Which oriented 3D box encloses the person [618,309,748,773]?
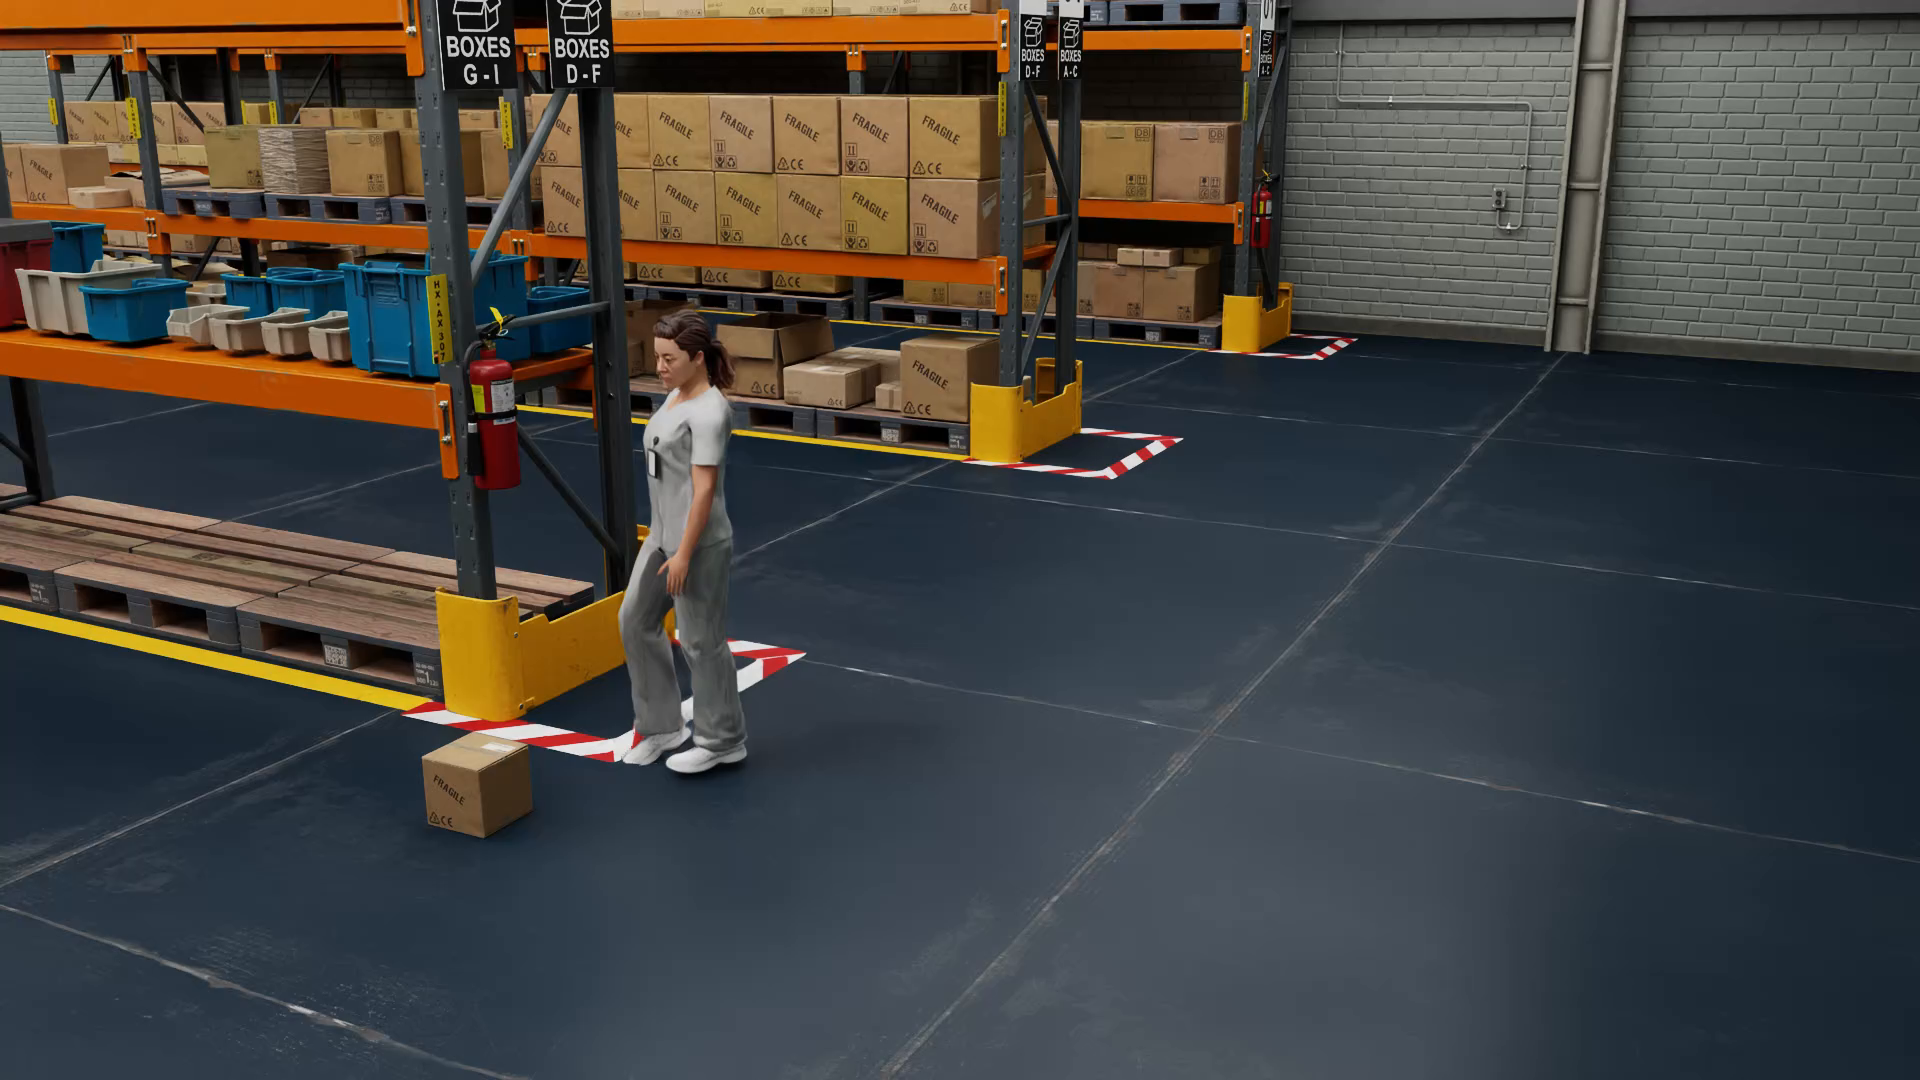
[{"bbox_3d":[-0.976,0.051,5.882,0.445,1.737,0.469,-7,17,-24],"label":"person"}]
